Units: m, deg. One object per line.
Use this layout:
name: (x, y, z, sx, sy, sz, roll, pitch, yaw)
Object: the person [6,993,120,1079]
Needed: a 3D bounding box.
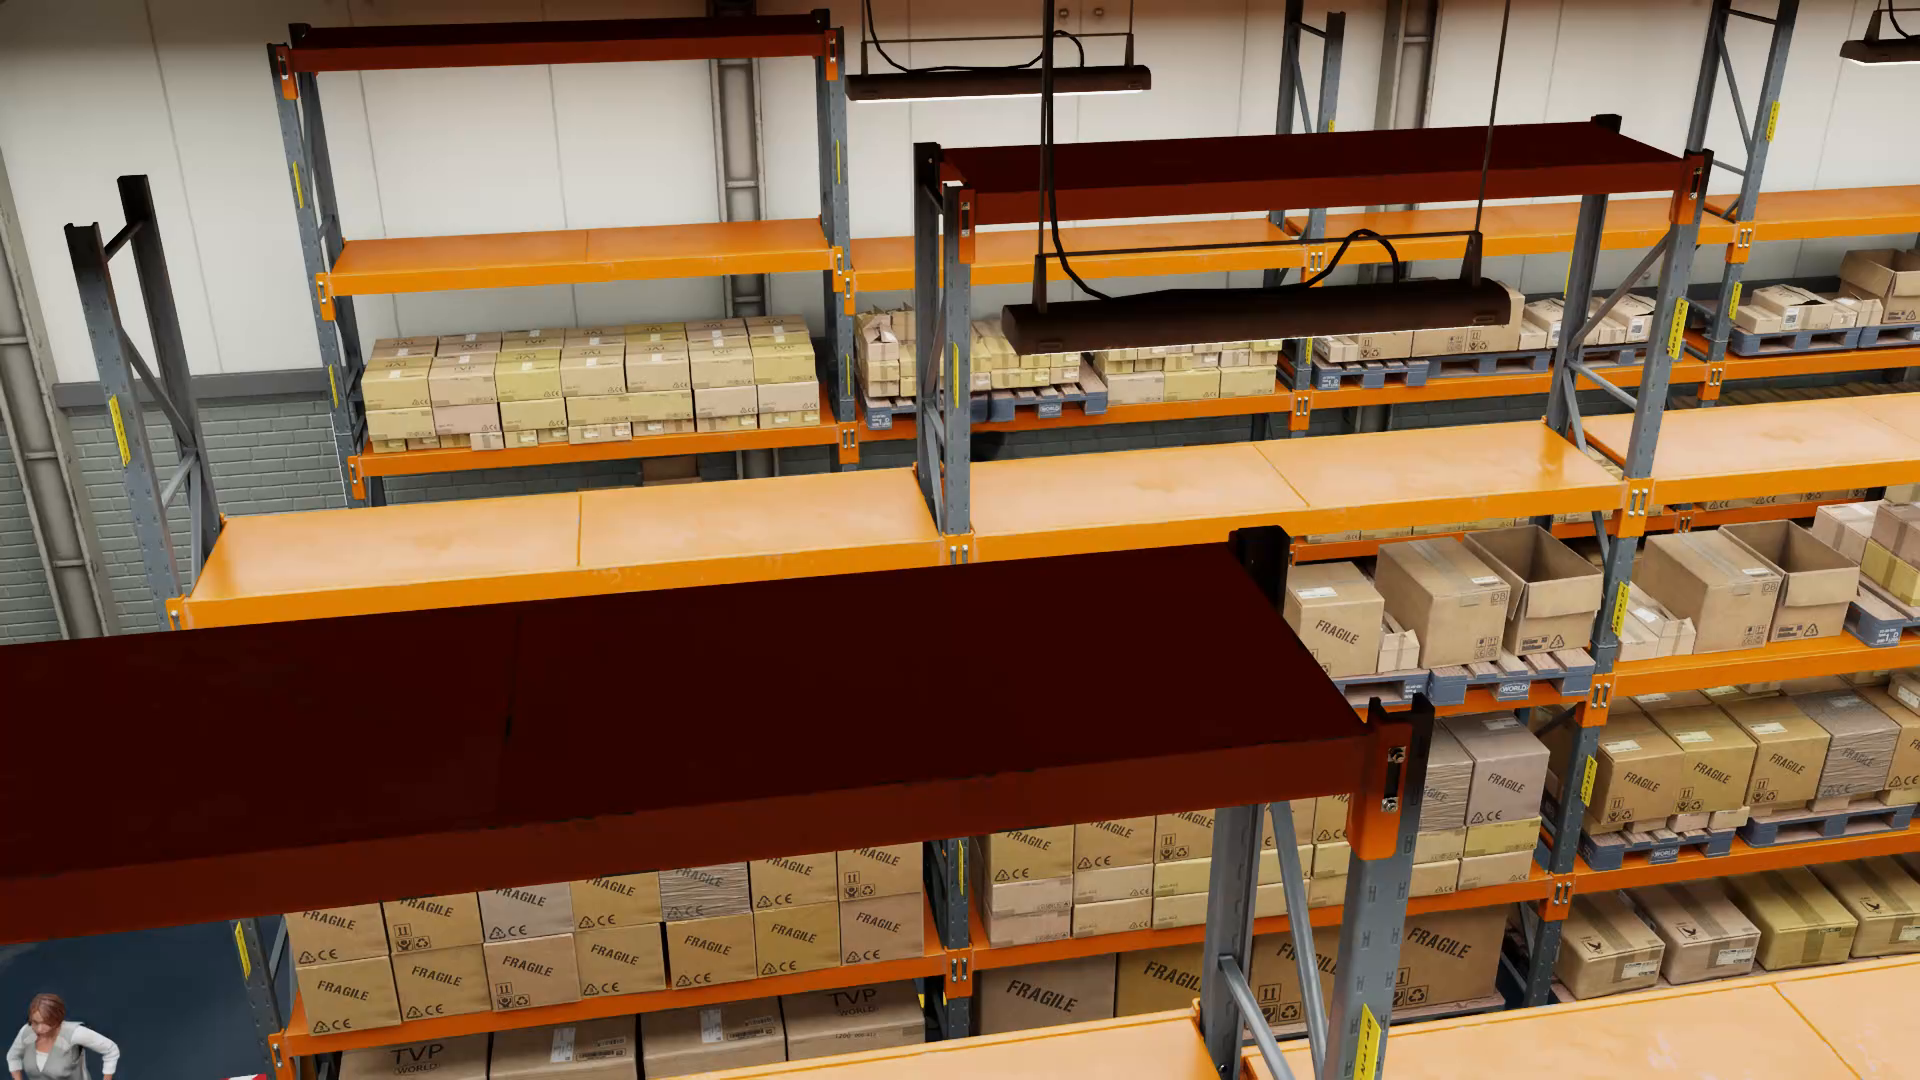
person: (-5.223, 3.264, 9.714, 0.645, 1.556, 0.801, 1, 26, 2)
